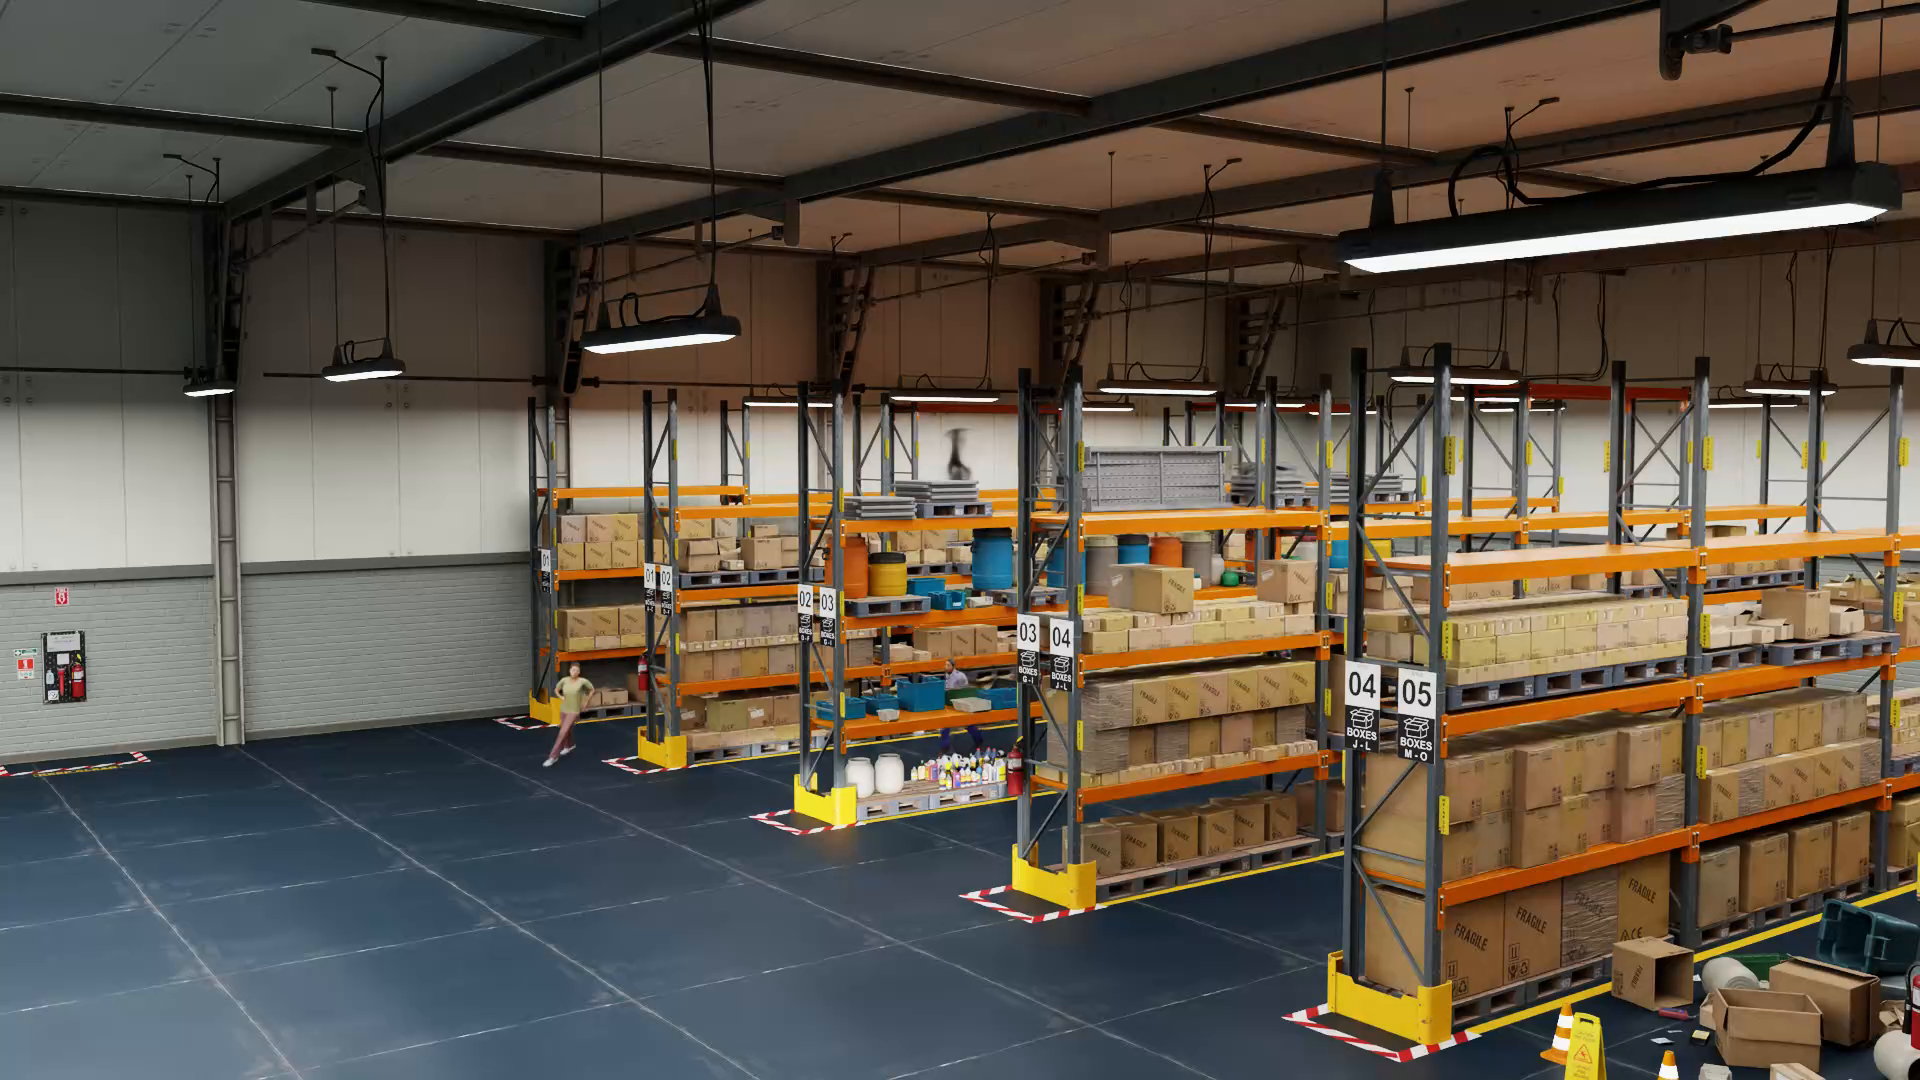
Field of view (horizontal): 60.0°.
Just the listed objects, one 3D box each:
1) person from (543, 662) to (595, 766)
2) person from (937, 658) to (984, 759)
[{"bbox_3d":[-6.275,2.766,26.785,0.679,1.627,0.971,1,3,12],"label":"person"},{"bbox_3d":[0.021,2.753,27.375,0.604,1.663,0.950,3,5,42],"label":"person"}]
